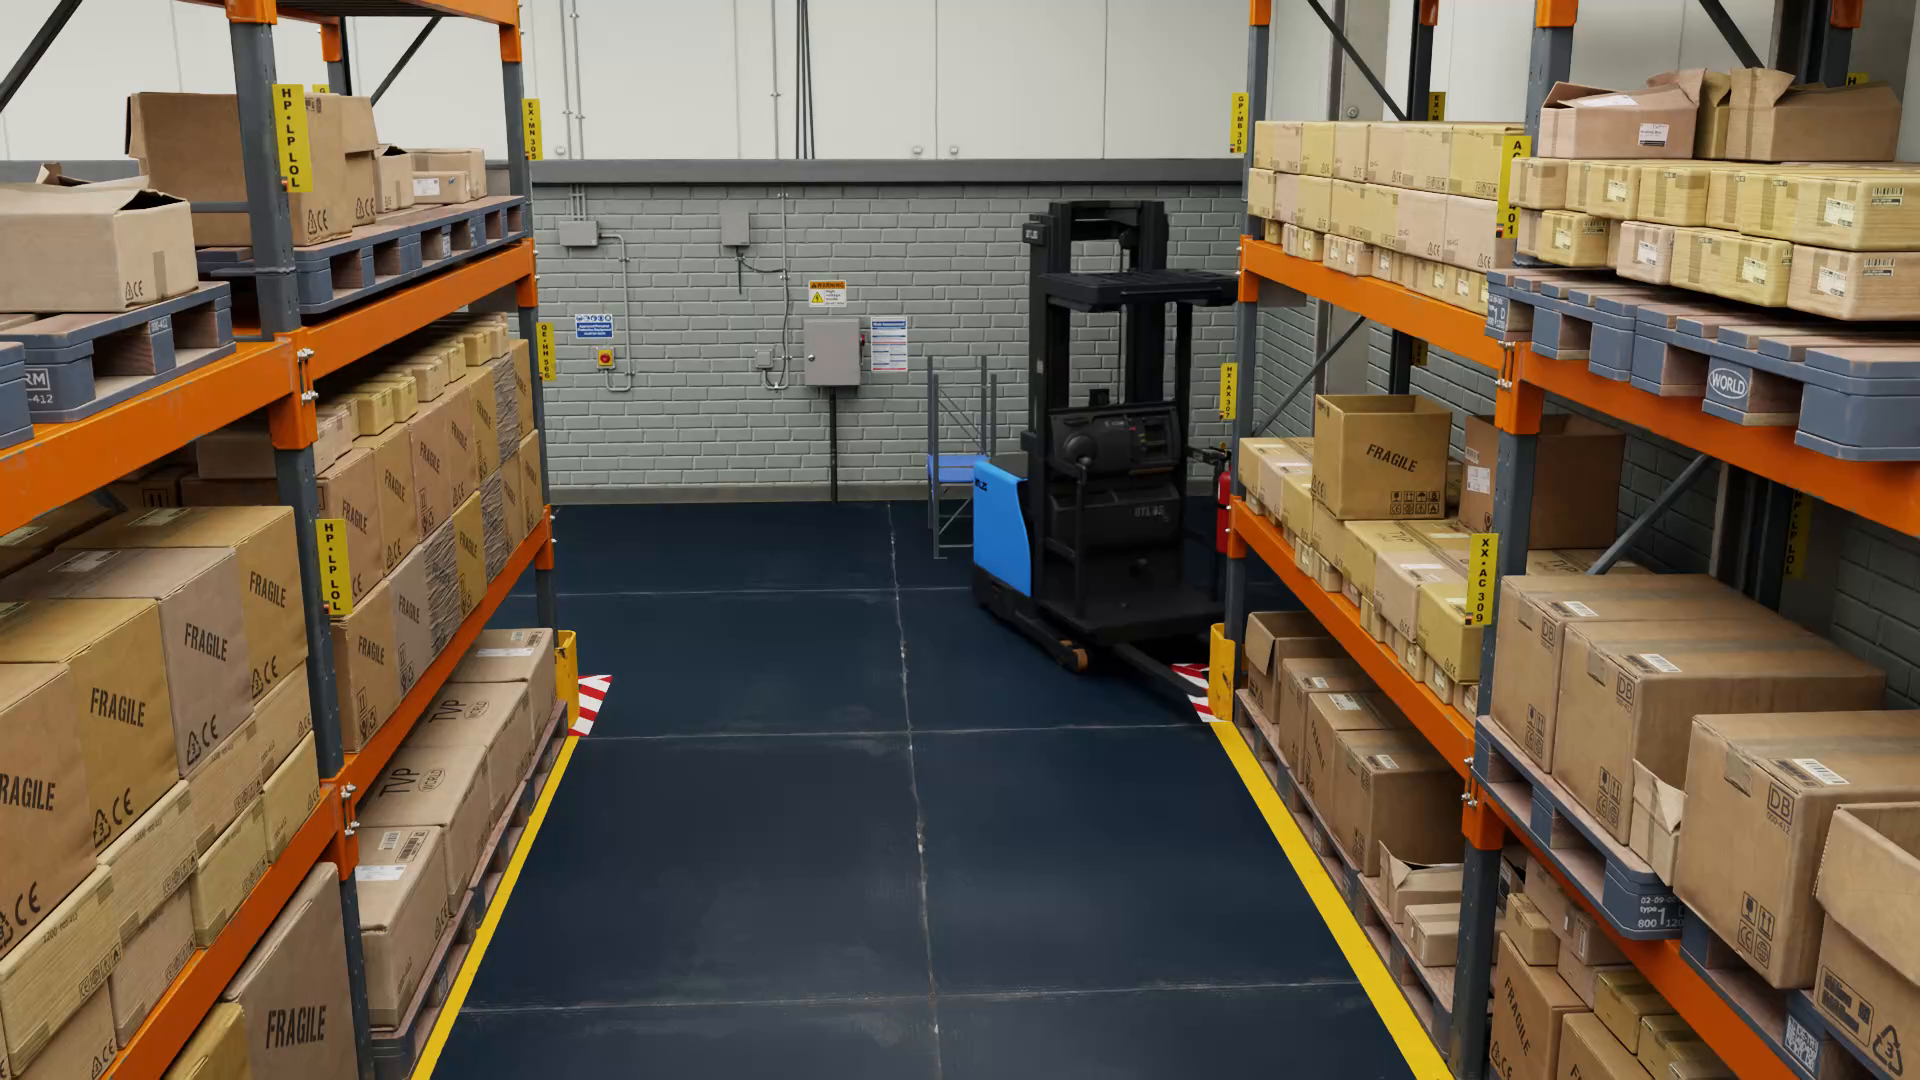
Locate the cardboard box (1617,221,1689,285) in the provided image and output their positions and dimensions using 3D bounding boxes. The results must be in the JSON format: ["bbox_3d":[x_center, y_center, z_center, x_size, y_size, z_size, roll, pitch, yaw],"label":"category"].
[{"bbox_3d":[1.991,-0.766,4.425,0.380,0.149,0.250,-1,14,-3],"label":"cardboard box"}]

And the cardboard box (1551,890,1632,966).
[{"bbox_3d":[2.164,1.252,5.416,0.380,0.149,0.250,-2,15,-6],"label":"cardboard box"}]

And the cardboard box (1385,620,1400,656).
[{"bbox_3d":[2.005,0.398,6.965,0.380,0.149,0.250,-1,14,-2],"label":"cardboard box"}]

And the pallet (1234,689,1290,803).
[{"bbox_3d":[2.151,1.119,9.255,1.003,0.211,1.213,-1,14,-3],"label":"pallet"}]

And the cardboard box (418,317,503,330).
[{"bbox_3d":[-2.596,-1.069,8.654,0.380,0.149,0.250,-1,14,-2],"label":"cardboard box"}]

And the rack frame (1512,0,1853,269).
[{"bbox_3d":[2.344,-2.360,5.138,1.000,3.000,0.127,-1,14,-3],"label":"rack frame"}]

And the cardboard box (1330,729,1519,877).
[{"bbox_3d":[2.118,1.183,7.582,0.700,0.500,0.500,-1,14,-6],"label":"cardboard box"}]

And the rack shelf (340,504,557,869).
[{"bbox_3d":[-2.734,0.474,7.607,1.077,0.370,4.000,-1,14,-3],"label":"rack shelf"}]

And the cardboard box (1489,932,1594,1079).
[{"bbox_3d":[2.149,1.677,5.664,0.500,0.500,0.500,0,14,-1],"label":"cardboard box"}]

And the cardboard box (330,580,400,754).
[{"bbox_3d":[-2.378,0.454,6.041,0.500,0.500,0.500,0,14,-2],"label":"cardboard box"}]

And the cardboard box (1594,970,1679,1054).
[{"bbox_3d":[2.222,1.463,5.191,0.380,0.149,0.250,-2,15,-6],"label":"cardboard box"}]

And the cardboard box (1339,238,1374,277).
[{"bbox_3d":[1.902,-1.253,7.359,0.380,0.149,0.250,-1,14,-2],"label":"cardboard box"}]

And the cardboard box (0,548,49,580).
[{"bbox_3d":[-2.811,0.331,4.514,0.500,0.500,0.500,-1,14,-4],"label":"cardboard box"}]

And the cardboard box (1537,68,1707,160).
[{"bbox_3d":[2.014,-1.301,5.078,0.396,0.266,0.258,-1,14,-4],"label":"cardboard box"}]

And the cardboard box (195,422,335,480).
[{"bbox_3d":[-2.371,-0.306,5.687,0.380,0.149,0.250,-1,14,-4],"label":"cardboard box"}]

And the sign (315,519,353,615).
[{"bbox_3d":[-2.069,0.090,5.492,0.100,0.325,0.005,-1,14,-3],"label":"sign"}]

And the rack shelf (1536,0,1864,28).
[{"bbox_3d":[2.468,-1.320,3.344,1.077,0.370,4.000,-1,14,-3],"label":"rack shelf"}]

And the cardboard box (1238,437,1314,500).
[{"bbox_3d":[1.855,-0.403,9.279,0.500,0.250,0.500,-1,14,-3],"label":"cardboard box"}]

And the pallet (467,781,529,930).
[{"bbox_3d":[-2.658,1.479,7.853,1.003,0.211,1.213,-1,14,-3],"label":"pallet"}]

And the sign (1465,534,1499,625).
[{"bbox_3d":[1.803,0.137,5.738,0.100,0.325,0.005,-1,14,-3],"label":"sign"}]

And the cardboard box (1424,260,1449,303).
[{"bbox_3d":[2.007,-0.998,6.370,0.380,0.149,0.250,0,14,-2],"label":"cardboard box"}]

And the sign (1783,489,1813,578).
[{"bbox_3d":[2.898,-0.024,5.778,0.100,0.325,0.005,-1,14,-3],"label":"sign"}]

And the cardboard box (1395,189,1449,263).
[{"bbox_3d":[2.021,-1.224,6.447,0.500,0.250,0.500,-1,14,-5],"label":"cardboard box"}]

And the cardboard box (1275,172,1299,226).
[{"bbox_3d":[1.903,-1.733,8.424,0.500,0.250,0.500,-1,14,-2],"label":"cardboard box"}]

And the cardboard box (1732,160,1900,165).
[{"bbox_3d":[2.517,-1.045,4.911,0.380,0.149,0.250,-1,14,-3],"label":"cardboard box"}]

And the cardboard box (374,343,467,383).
[{"bbox_3d":[-2.502,-0.816,7.668,0.380,0.149,0.250,-1,14,-2],"label":"cardboard box"}]

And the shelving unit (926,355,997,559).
[{"bbox_3d":[0.005,-0.705,13.757,0.538,1.500,1.048,-1,14,-3],"label":"shelving unit"}]

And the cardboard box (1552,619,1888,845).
[{"bbox_3d":[2.183,0.546,4.839,0.700,0.500,0.500,-1,14,-3],"label":"cardboard box"}]

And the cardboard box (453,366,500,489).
[{"bbox_3d":[-2.501,-0.535,7.880,0.500,0.500,0.500,-1,14,-4],"label":"cardboard box"}]

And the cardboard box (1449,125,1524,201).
[{"bbox_3d":[2.072,-1.342,5.905,0.500,0.250,0.500,-1,14,-3],"label":"cardboard box"}]

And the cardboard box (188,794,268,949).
[{"bbox_3d":[-2.300,0.930,4.692,0.500,0.250,0.500,-1,14,-4],"label":"cardboard box"}]

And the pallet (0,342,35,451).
[{"bbox_3d":[-2.527,-0.181,3.067,1.003,0.211,1.213,0,14,-1],"label":"pallet"}]

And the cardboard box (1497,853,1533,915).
[{"bbox_3d":[2.539,1.477,6.821,0.500,0.311,0.500,0,14,-1],"label":"cardboard box"}]

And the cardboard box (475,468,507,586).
[{"bbox_3d":[-2.506,-0.051,8.005,0.500,0.500,0.500,0,14,-2],"label":"cardboard box"}]

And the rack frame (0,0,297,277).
[{"bbox_3d":[-2.610,-2.282,4.837,1.000,3.000,0.127,-1,14,-3],"label":"rack frame"}]

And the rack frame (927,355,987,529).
[{"bbox_3d":[-0.026,-0.832,14.248,0.500,1.500,0.032,-1,14,-3],"label":"rack frame"}]

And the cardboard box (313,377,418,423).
[{"bbox_3d":[-2.402,-0.562,6.681,0.380,0.149,0.250,-1,14,-5],"label":"cardboard box"}]

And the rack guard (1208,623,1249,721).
[{"bbox_3d":[2.101,0.780,9.990,1.175,0.500,0.348,-1,14,-3],"label":"rack guard"}]

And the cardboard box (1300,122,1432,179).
[{"bbox_3d":[1.930,-1.850,7.876,0.500,0.250,0.500,-1,14,-4],"label":"cardboard box"}]

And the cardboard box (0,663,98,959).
[{"bbox_3d":[-2.234,0.581,3.540,0.500,0.500,0.500,-1,14,-3],"label":"cardboard box"}]

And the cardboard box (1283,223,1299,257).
[{"bbox_3d":[1.838,-1.505,8.340,0.380,0.149,0.250,-1,14,-2],"label":"cardboard box"}]

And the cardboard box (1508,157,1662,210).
[{"bbox_3d":[1.925,-1.100,5.126,0.380,0.149,0.250,0,14,-2],"label":"cardboard box"}]

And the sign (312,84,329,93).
[{"bbox_3d":[-3.412,-2.279,8.930,0.100,0.325,0.005,-1,14,-3],"label":"sign"}]

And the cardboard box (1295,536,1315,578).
[{"bbox_3d":[1.873,0.080,8.201,0.380,0.149,0.250,-1,14,-5],"label":"cardboard box"}]

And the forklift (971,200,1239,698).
[{"bbox_3d":[1.112,-0.677,10.775,1.130,2.935,3.031,-6,16,-22],"label":"forklift"}]

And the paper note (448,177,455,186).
[{"bbox_3d":[-2.147,-1.516,7.028,0.006,0.032,0.123,-1,14,-3],"label":"paper note"}]

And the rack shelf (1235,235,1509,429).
[{"bbox_3d":[2.220,-1.056,7.535,1.077,0.370,4.000,-1,14,-3],"label":"rack shelf"}]

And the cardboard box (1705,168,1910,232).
[{"bbox_3d":[2.102,-0.845,4.134,0.380,0.149,0.250,-1,14,-3],"label":"cardboard box"}]

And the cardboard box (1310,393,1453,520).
[{"bbox_3d":[1.948,-0.394,7.736,0.500,0.500,0.500,-1,14,-2],"label":"cardboard box"}]

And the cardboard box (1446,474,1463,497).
[{"bbox_3d":[2.446,-0.159,8.327,0.500,0.250,0.500,0,14,-2],"label":"cardboard box"}]

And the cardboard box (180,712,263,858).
[{"bbox_3d":[-2.302,0.684,4.646,0.500,0.250,0.500,-1,14,-2],"label":"cardboard box"}]

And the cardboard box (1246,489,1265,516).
[{"bbox_3d":[1.843,-0.241,9.449,0.380,0.149,0.250,-1,14,-4],"label":"cardboard box"}]

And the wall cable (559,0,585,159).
[{"bbox_3d":[-3.492,-4.687,14.184,0.463,3.000,0.029,-1,14,-3],"label":"wall cable"}]

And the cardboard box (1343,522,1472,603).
[{"bbox_3d":[2.005,0.103,7.311,0.500,0.250,0.500,-1,14,-4],"label":"cardboard box"}]

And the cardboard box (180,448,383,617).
[{"bbox_3d":[-2.398,-0.032,5.922,0.500,0.500,0.500,-1,14,-3],"label":"cardboard box"}]

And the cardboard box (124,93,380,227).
[{"bbox_3d":[-2.726,-1.466,6.434,0.797,0.503,0.637,0,14,1],"label":"cardboard box"}]

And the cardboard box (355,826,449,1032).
[{"bbox_3d":[-2.542,1.503,6.464,0.875,0.438,0.875,-1,14,-4],"label":"cardboard box"}]

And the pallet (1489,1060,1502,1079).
[{"bbox_3d":[2.432,2.098,5.449,1.003,0.211,1.213,-1,14,-3],"label":"pallet"}]
